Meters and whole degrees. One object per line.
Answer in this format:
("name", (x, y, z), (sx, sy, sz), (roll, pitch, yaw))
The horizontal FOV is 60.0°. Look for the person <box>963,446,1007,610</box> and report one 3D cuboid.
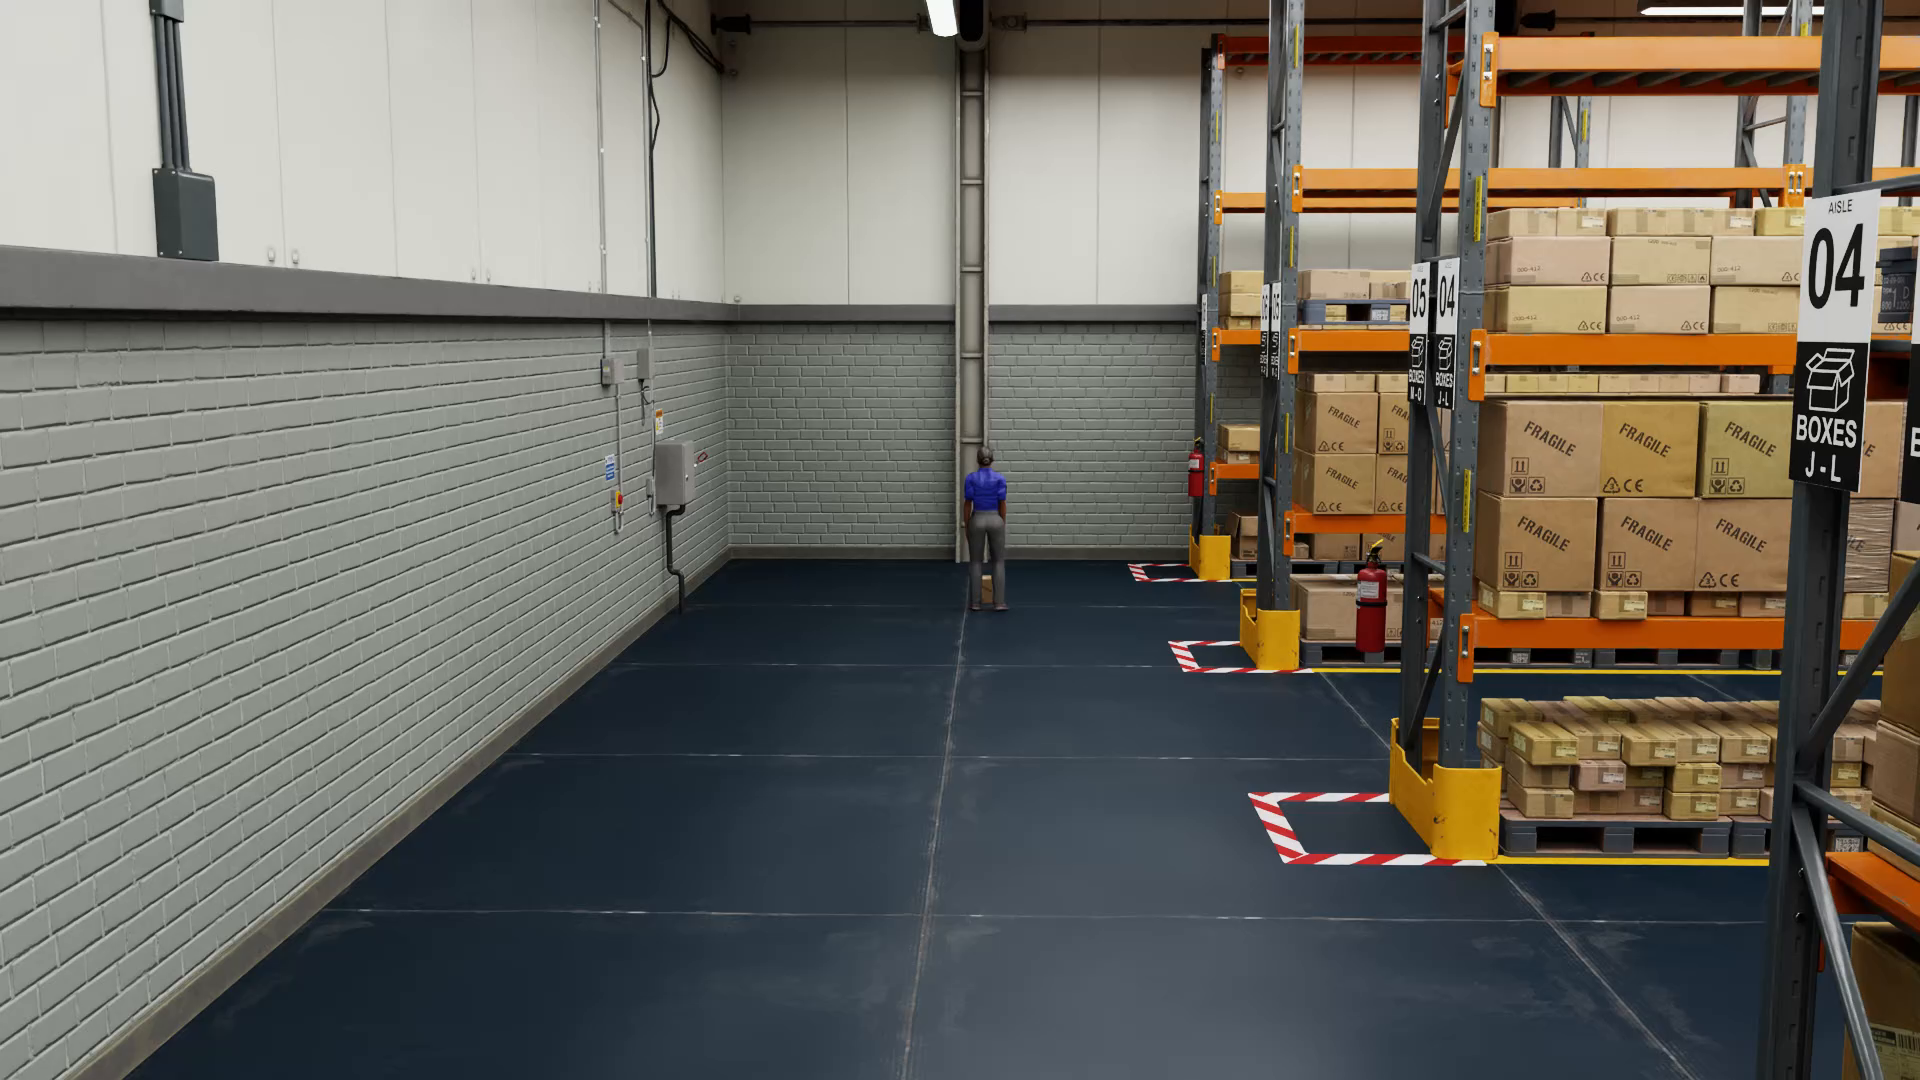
("person", (0.252, -0.114, 16.730), (0.436, 1.664, 0.300), (0, 7, 2))
